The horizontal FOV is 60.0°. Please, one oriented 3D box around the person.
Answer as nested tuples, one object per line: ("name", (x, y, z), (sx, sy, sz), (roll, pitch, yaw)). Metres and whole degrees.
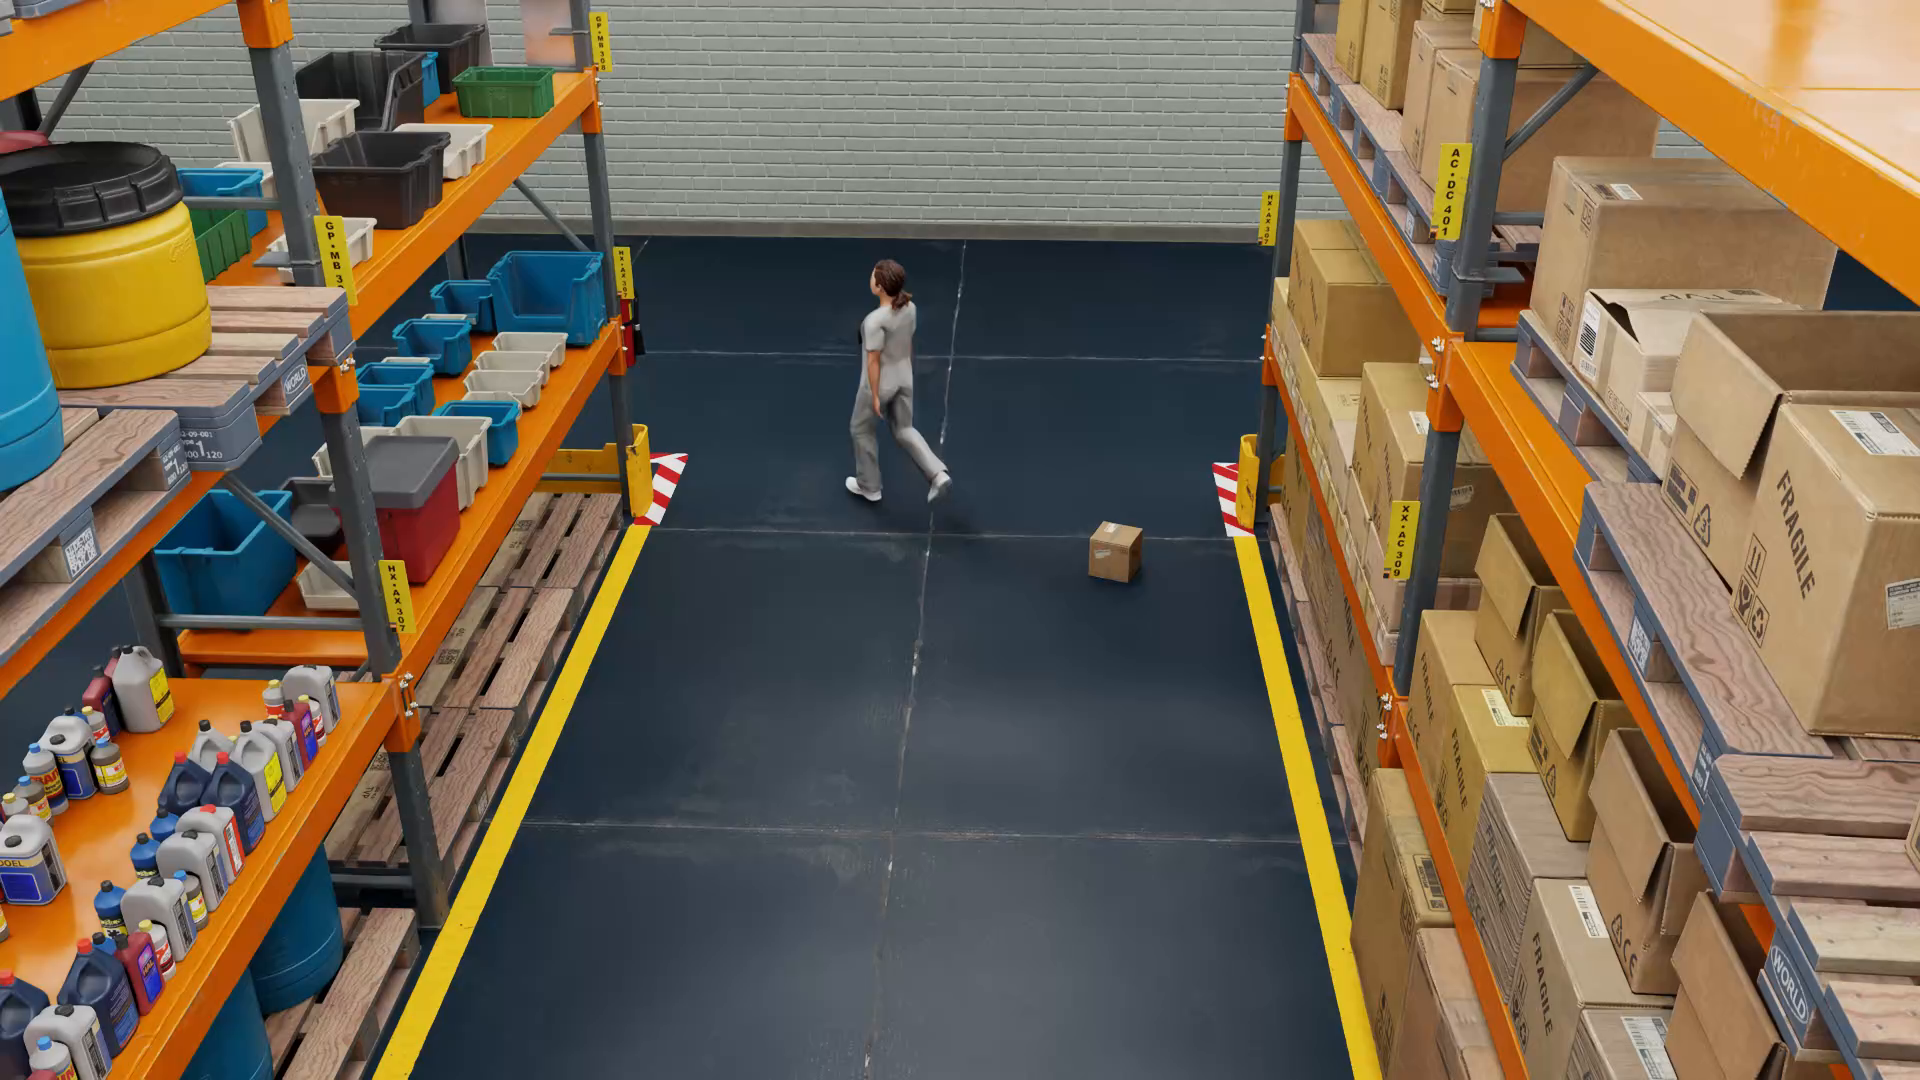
("person", (-0.421, -0.959, 10.394), (0.438, 1.640, 0.823), (-25, 37, -39))
